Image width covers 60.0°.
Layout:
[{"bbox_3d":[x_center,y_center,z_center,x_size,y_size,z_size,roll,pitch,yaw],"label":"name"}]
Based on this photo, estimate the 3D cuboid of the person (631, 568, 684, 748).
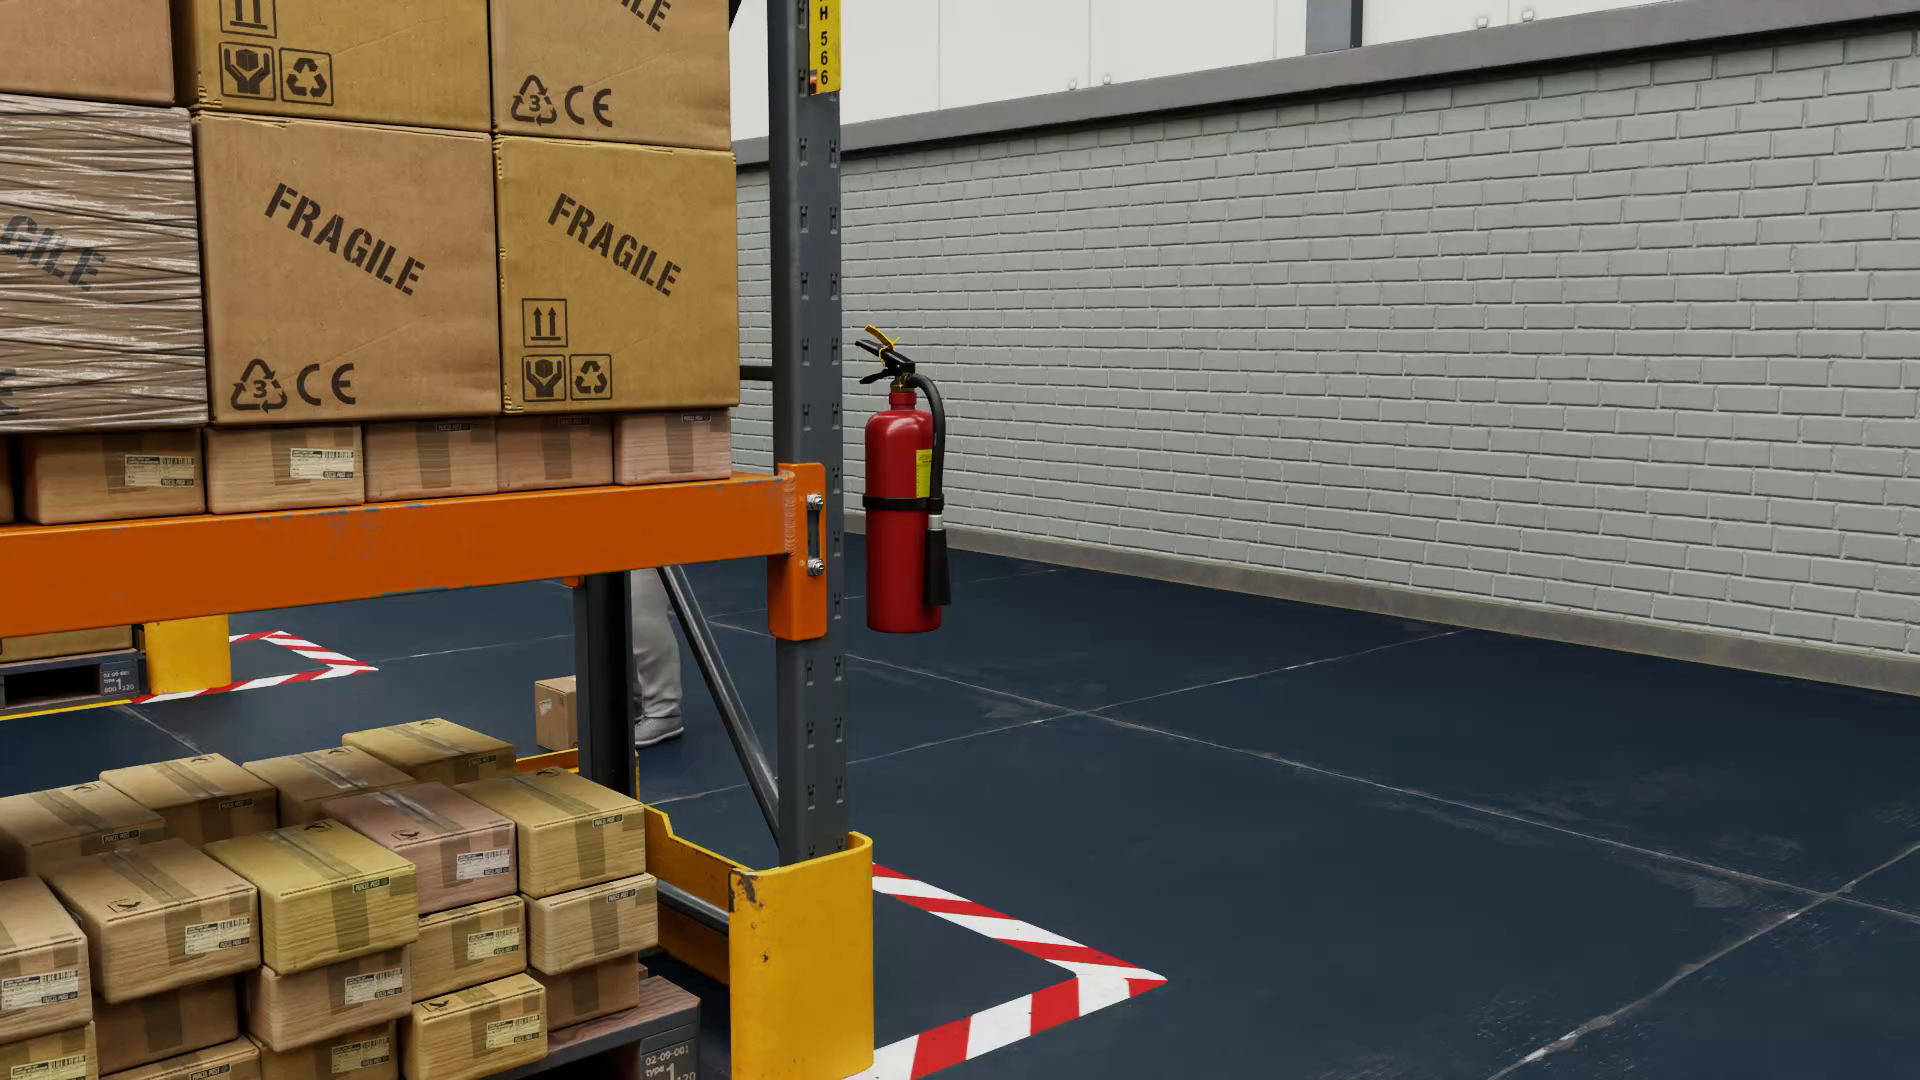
[{"bbox_3d":[-1.264,-0.097,6.499,0.435,1.748,0.592,-7,10,-42],"label":"person"}]
